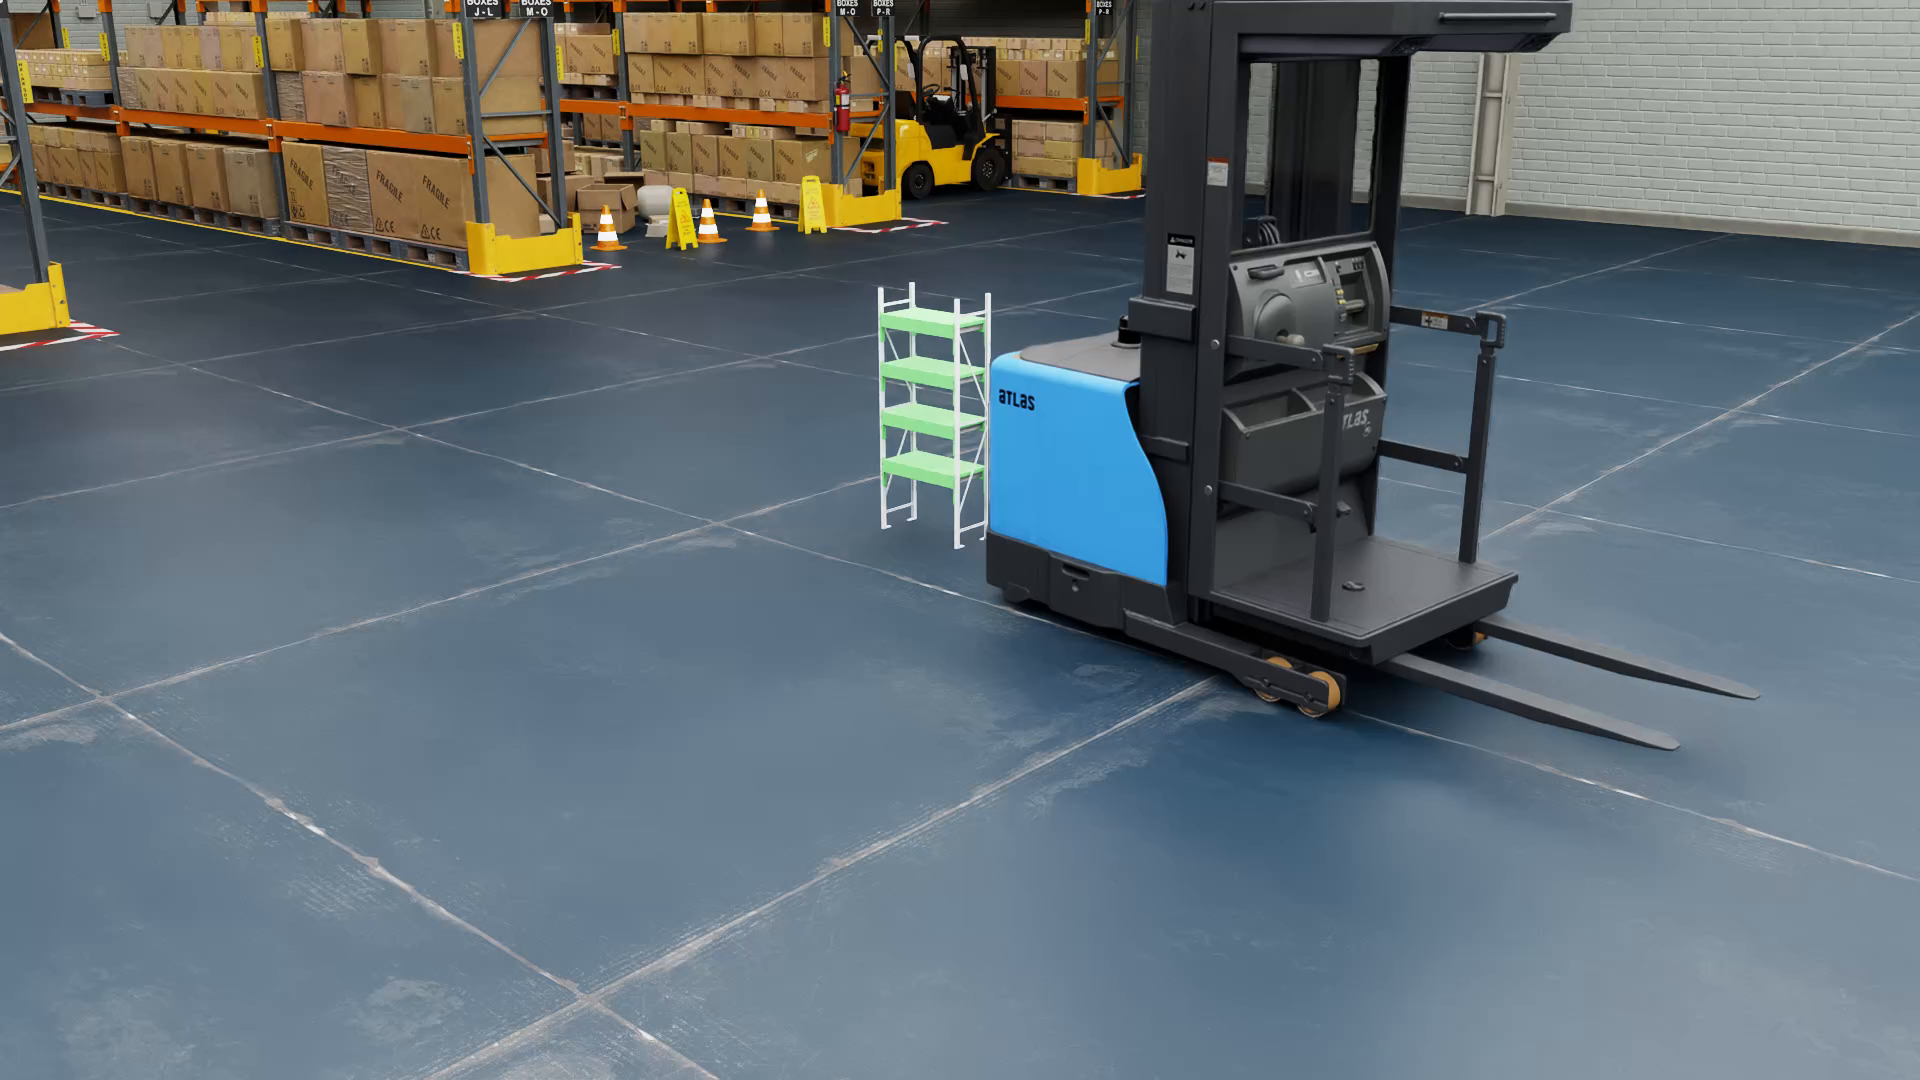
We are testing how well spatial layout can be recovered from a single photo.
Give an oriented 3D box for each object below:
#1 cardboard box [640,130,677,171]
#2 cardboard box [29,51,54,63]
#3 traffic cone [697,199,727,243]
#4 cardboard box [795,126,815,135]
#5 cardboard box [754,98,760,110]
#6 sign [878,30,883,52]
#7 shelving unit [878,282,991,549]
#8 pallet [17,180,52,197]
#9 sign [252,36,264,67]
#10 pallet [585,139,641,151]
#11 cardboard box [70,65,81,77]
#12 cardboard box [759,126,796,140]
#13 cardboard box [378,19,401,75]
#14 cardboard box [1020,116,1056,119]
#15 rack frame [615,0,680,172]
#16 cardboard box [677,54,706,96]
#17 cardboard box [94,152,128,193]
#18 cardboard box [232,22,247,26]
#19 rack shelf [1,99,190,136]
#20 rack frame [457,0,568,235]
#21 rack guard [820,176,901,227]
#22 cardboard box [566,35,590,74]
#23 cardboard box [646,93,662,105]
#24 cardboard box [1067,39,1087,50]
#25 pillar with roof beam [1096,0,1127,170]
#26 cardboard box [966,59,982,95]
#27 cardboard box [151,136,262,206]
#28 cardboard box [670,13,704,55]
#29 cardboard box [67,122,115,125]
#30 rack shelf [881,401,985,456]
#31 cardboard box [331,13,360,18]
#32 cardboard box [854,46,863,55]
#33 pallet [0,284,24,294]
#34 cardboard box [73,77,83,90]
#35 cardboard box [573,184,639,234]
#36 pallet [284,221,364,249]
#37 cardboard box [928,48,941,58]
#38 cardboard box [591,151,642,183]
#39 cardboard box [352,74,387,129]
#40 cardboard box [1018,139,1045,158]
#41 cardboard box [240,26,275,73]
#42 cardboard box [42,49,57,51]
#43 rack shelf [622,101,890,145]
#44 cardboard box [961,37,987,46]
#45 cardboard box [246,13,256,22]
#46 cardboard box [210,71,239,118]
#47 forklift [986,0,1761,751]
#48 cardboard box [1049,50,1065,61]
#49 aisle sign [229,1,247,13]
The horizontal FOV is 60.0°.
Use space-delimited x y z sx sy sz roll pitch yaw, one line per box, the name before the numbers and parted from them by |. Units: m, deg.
cardboard box | -3.894 -5.190 22.117 0.500 0.500 0.500 16 24 42
cardboard box | -12.188 -6.456 22.234 0.250 0.149 0.380 16 24 41
traffic cone | -2.824 -3.585 18.642 0.334 0.463 0.336 15 23 39
cardboard box | -2.400 -6.724 27.573 0.625 0.625 0.875 14 22 37
cardboard box | -2.337 -5.436 20.697 0.250 0.149 0.380 15 23 40
sign | -1.217 -7.635 25.428 0.005 0.325 0.100 15 23 39
shelving unit | -0.124 -0.605 8.035 0.503 1.200 0.258 15 23 39
pallet | -12.766 -5.103 23.842 1.213 0.211 1.003 15 23 39
sign | -7.719 -5.371 18.294 0.005 0.325 0.100 15 23 39
pallet | -6.214 -7.368 30.980 1.213 0.211 1.003 15 23 39
cardboard box | -11.230 -6.057 21.466 0.250 0.149 0.380 16 24 41
cardboard box | -2.255 -5.035 20.559 0.250 0.149 0.380 16 24 41
cardboard box | -5.427 -5.081 17.130 0.550 0.550 0.875 15 23 39
cardboard box | 1.151 -6.151 24.731 0.500 0.250 0.500 15 23 39
rack frame | -4.156 -6.122 22.443 0.127 3.000 1.000 15 23 39
cardboard box | -3.254 -5.961 21.278 0.500 0.500 0.500 15 23 39
cardboard box | -11.023 -4.867 21.926 0.500 0.500 0.500 15 23 39
cardboard box | -12.180 -8.691 28.720 0.500 0.500 0.500 15 23 39
rack shelf | -11.853 -5.844 22.755 4.000 0.370 1.077 15 23 39
rack frame | -4.374 -4.179 16.320 0.127 3.000 1.000 15 23 39
rack guard | -1.221 -4.143 20.339 0.348 0.500 1.175 15 23 39
cardboard box | -5.025 -6.652 22.761 0.500 0.500 0.500 15 23 40
cardboard box | -3.910 -5.828 21.931 0.250 0.149 0.380 16 24 41
cardboard box | 1.720 -6.966 23.372 0.250 0.149 0.380 15 23 39
pillar with roof beam | -0.652 -8.672 20.560 0.400 9.000 9.100 15 23 39
cardboard box | 0.437 -6.837 24.532 0.500 0.500 0.500 15 23 40
cardboard box | -9.306 -4.595 20.658 0.750 0.750 1.050 15 23 40
cardboard box | -3.245 -6.436 21.123 0.500 0.500 0.700 14 23 38
cardboard box | -12.249 -5.756 23.487 0.500 0.250 0.500 16 24 42
rack shelf | -0.124 -0.544 8.054 0.480 0.148 0.258 15 23 39
cardboard box | -10.203 -8.684 27.625 0.250 0.149 0.380 15 23 38
cardboard box | -1.472 -7.669 26.079 0.250 0.149 0.380 15 23 38
pallet | -8.383 -1.934 13.857 1.213 0.211 1.003 15 23 39
cardboard box | -11.216 -5.911 21.498 0.250 0.149 0.380 15 23 39
cardboard box | -4.158 -3.909 19.597 0.637 0.503 0.797 0 18 2
pallet | -6.849 -3.482 18.735 1.213 0.211 1.003 15 23 39
cardboard box | -0.256 -7.315 24.965 0.250 0.149 0.380 16 23 40
cardboard box | -4.550 -5.174 23.107 0.625 0.372 0.950 15 23 40
cardboard box | -5.867 -4.658 17.582 0.500 0.550 0.875 15 23 39
cardboard box | 1.189 -5.701 24.140 0.500 0.250 0.500 15 23 39
cardboard box | -7.741 -5.604 18.994 0.500 0.500 0.700 15 23 38
cardboard box | -12.718 -6.862 23.512 0.250 0.149 0.380 14 22 38
rack shelf | -2.660 -5.378 21.287 4.000 0.370 1.077 15 23 39
cardboard box | 0.194 -7.373 24.654 0.250 0.149 0.380 15 23 39
cardboard box | -11.917 -8.910 28.338 0.250 0.149 0.380 14 23 38
cardboard box | -8.311 -5.175 19.295 0.500 0.500 0.500 15 23 39
forklift | 1.482 -0.924 6.176 1.130 2.935 3.031 -16 23 -40
cardboard box | 1.472 -6.850 23.501 0.250 0.149 0.380 16 23 40
aisle sign | -12.979 -9.855 29.909 0.004 0.787 0.394 15 23 39
